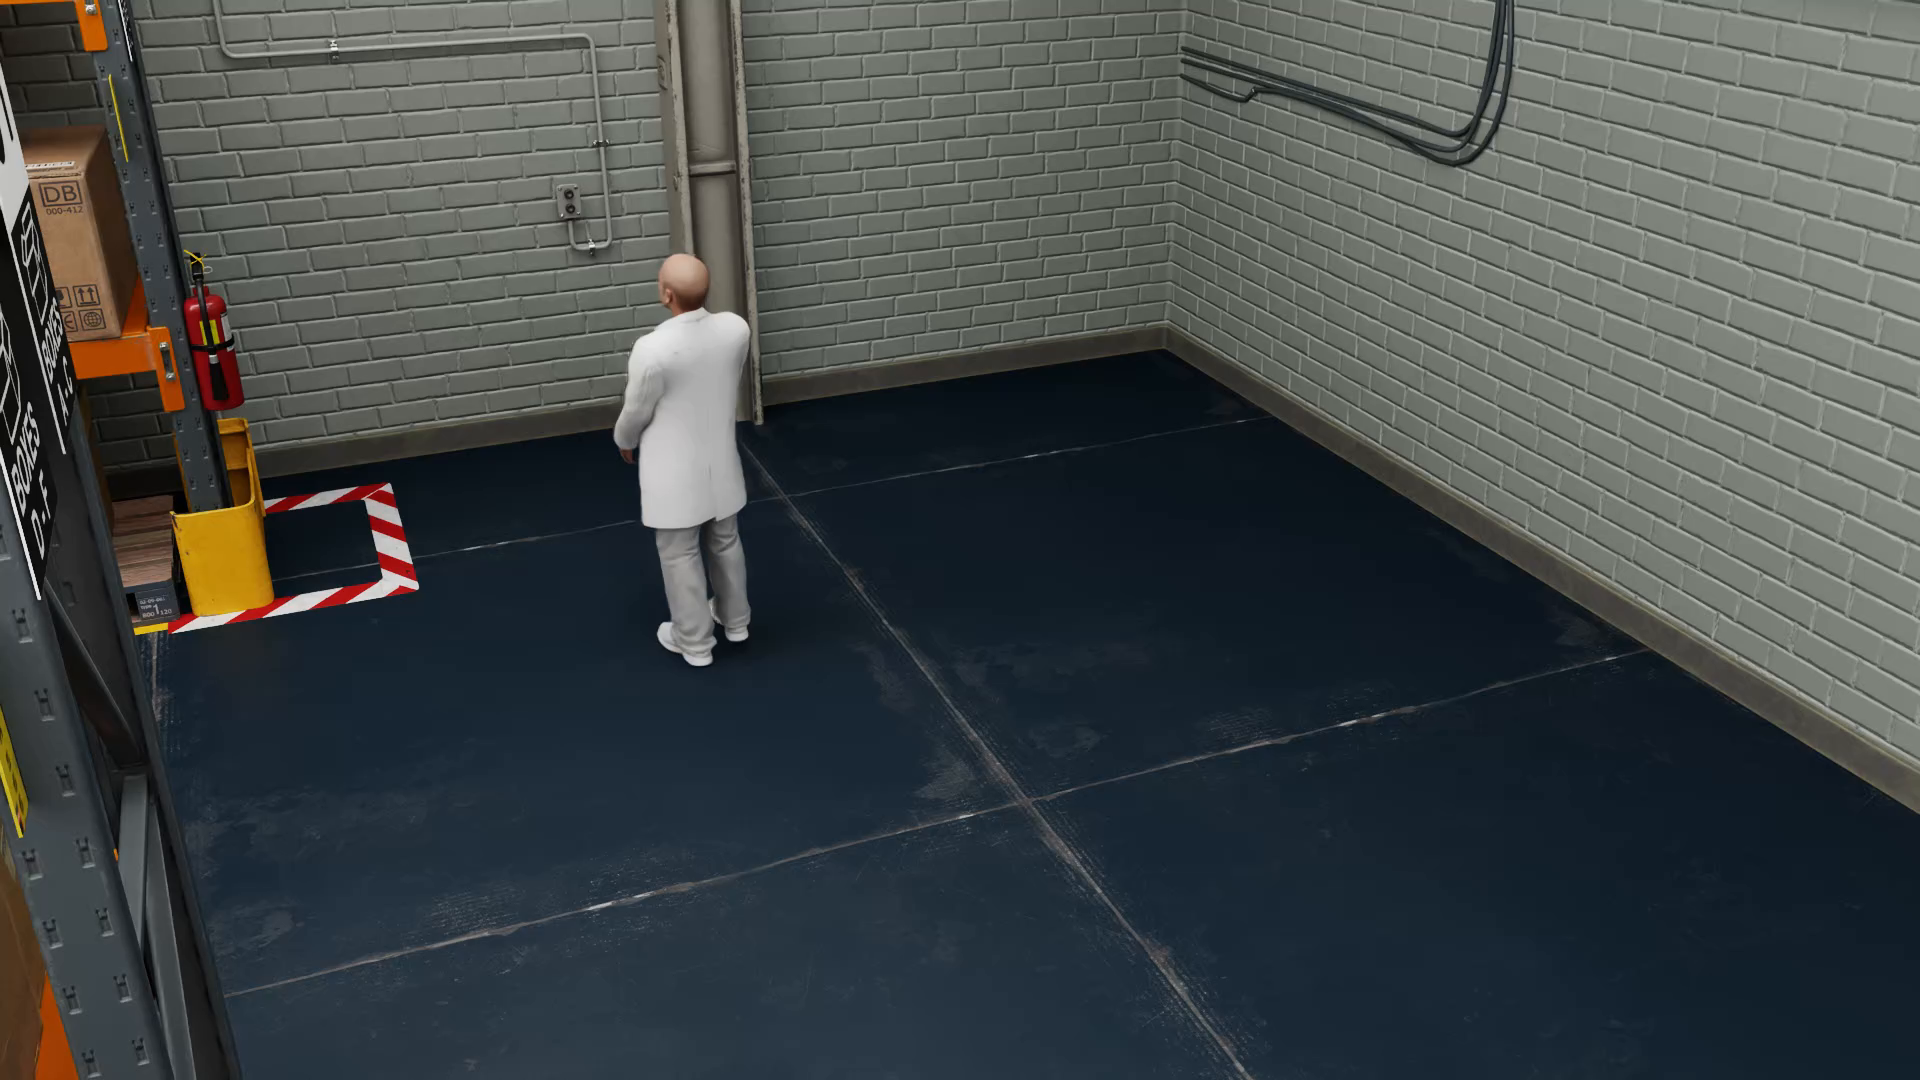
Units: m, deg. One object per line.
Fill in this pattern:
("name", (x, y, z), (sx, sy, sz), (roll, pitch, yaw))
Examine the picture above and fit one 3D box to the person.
("person", (-1.131, -0.340, 6.827), (0.600, 1.780, 0.510), (-22, 33, -38))
